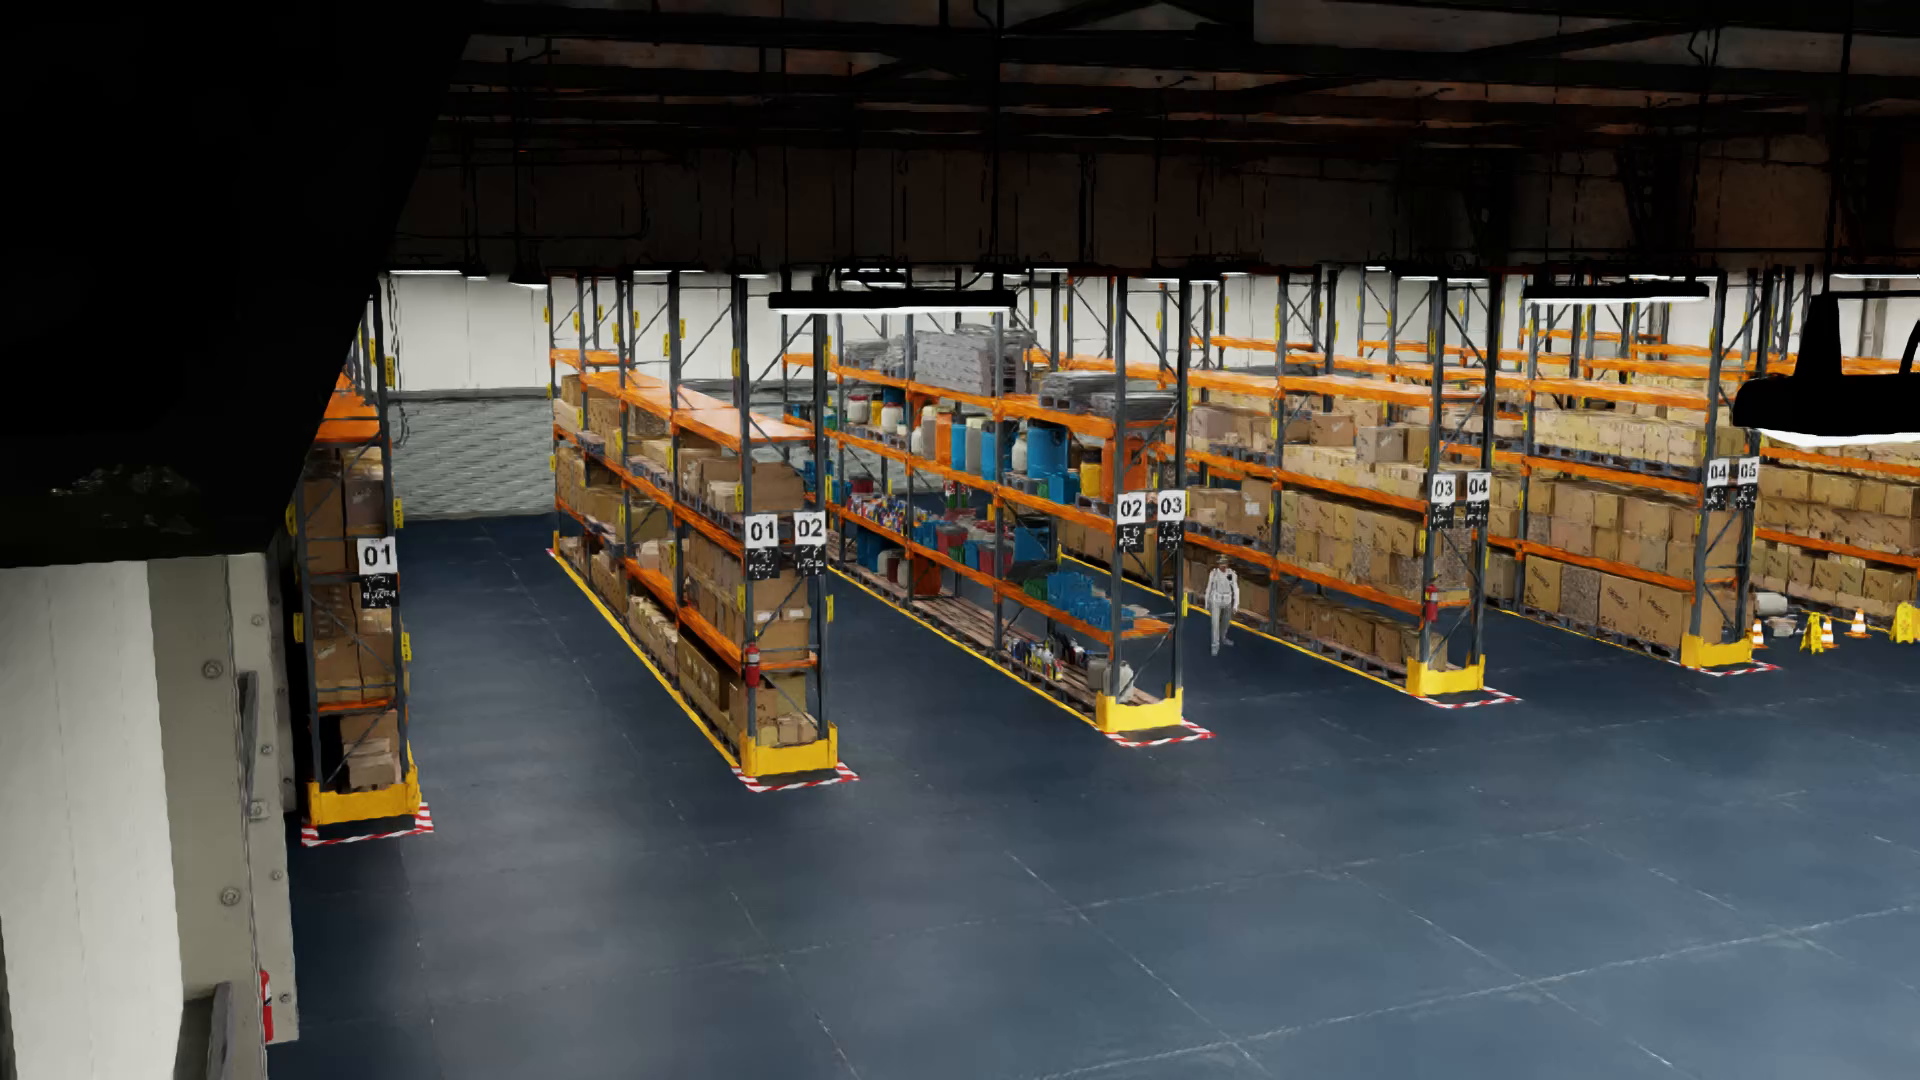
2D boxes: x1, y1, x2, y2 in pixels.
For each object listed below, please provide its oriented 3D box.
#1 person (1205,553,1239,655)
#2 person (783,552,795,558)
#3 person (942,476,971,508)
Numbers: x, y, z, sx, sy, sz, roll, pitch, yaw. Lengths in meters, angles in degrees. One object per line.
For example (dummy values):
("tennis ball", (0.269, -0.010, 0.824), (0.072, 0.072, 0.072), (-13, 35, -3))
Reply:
("person", (4.155, 0.974, 26.390), (0.521, 1.611, 0.934), (0, 10, -1))
("person", (-3.262, 0.203, 30.512), (0.554, 1.712, 1.020), (-4, 11, -22))
("person", (-0.069, -1.061, 37.747), (0.663, 1.742, 0.552), (-4, 11, -22))
